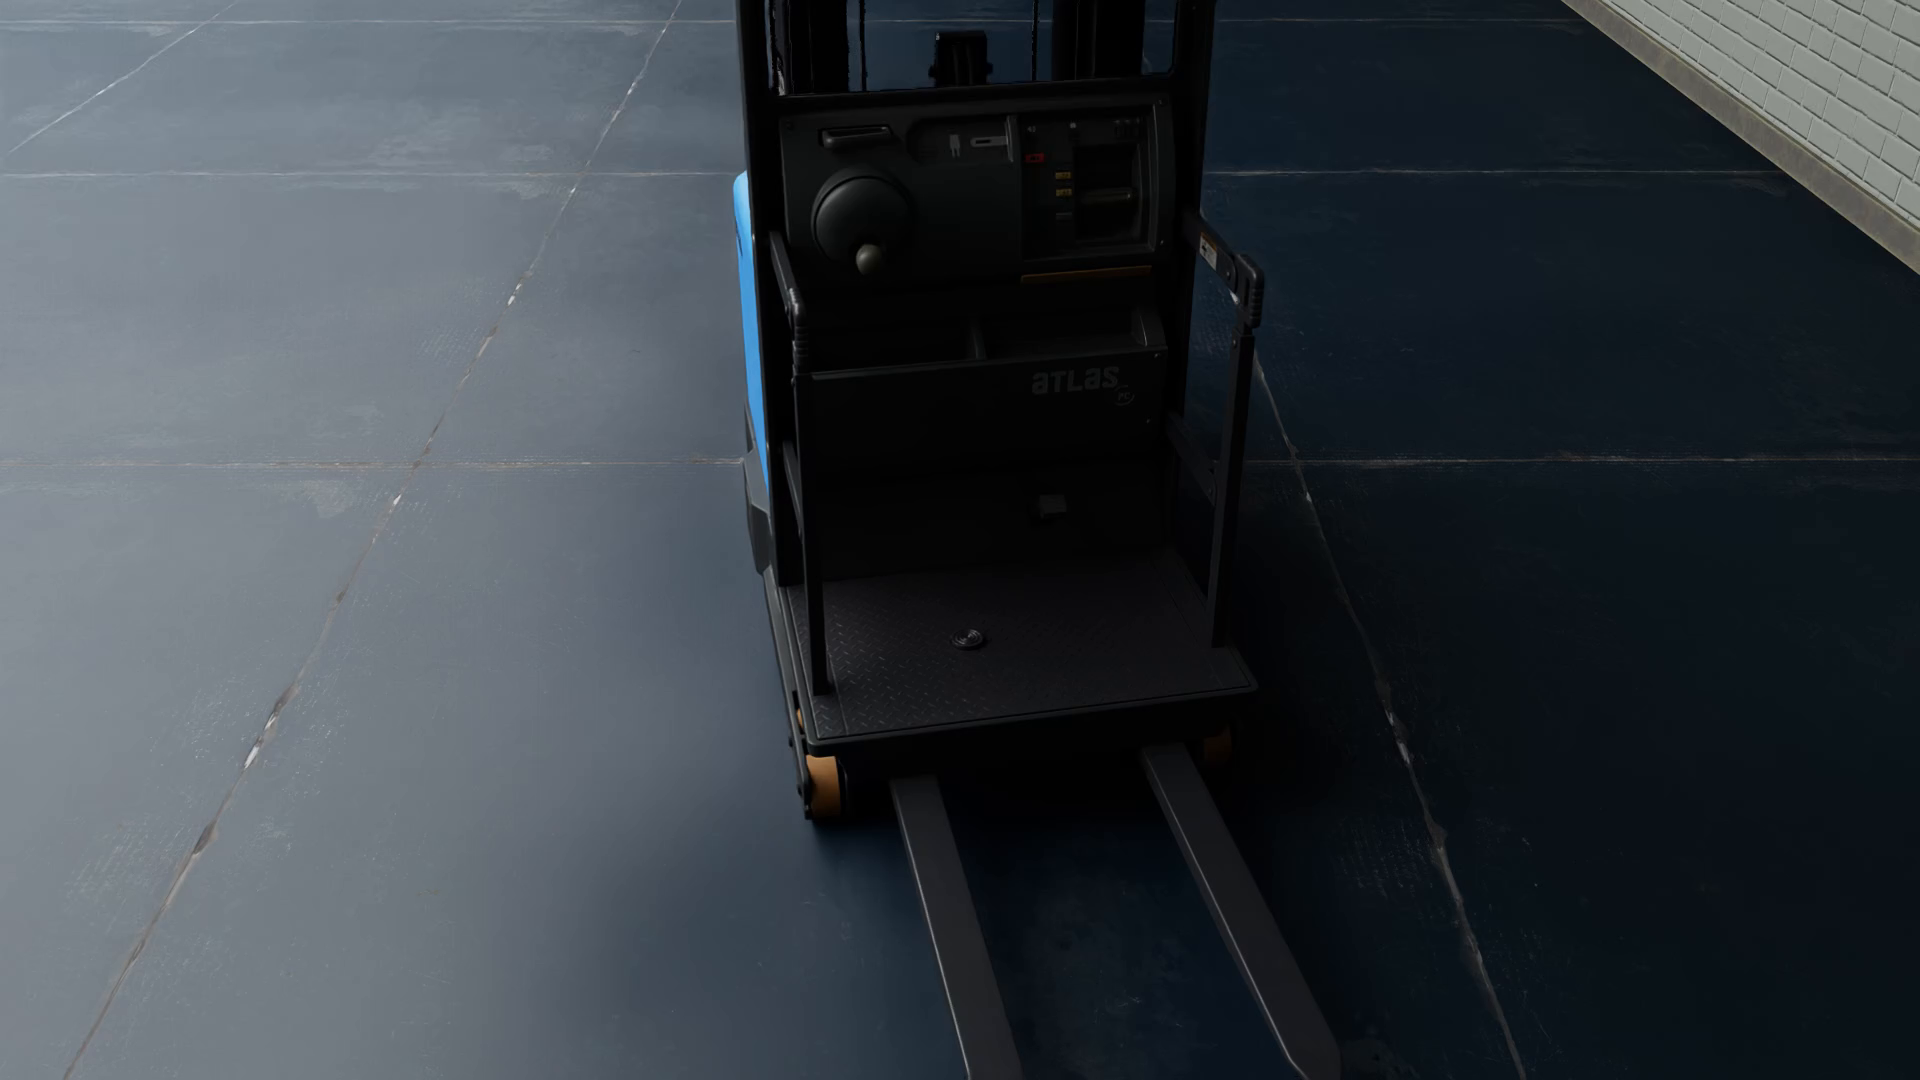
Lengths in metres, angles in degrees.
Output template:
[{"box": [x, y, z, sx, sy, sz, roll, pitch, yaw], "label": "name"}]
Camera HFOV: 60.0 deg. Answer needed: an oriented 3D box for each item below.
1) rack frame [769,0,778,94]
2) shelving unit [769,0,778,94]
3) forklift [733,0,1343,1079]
[{"box": [-0.562, -1.041, 5.518, 0.032, 1.500, 0.500, -5, 31, -8], "label": "rack frame"}, {"box": [-0.060, -1.082, 5.587, 1.048, 1.500, 0.538, -5, 31, -8], "label": "shelving unit"}, {"box": [0.094, -0.776, 3.703, 1.130, 2.935, 3.031, -6, 32, -10], "label": "forklift"}]
